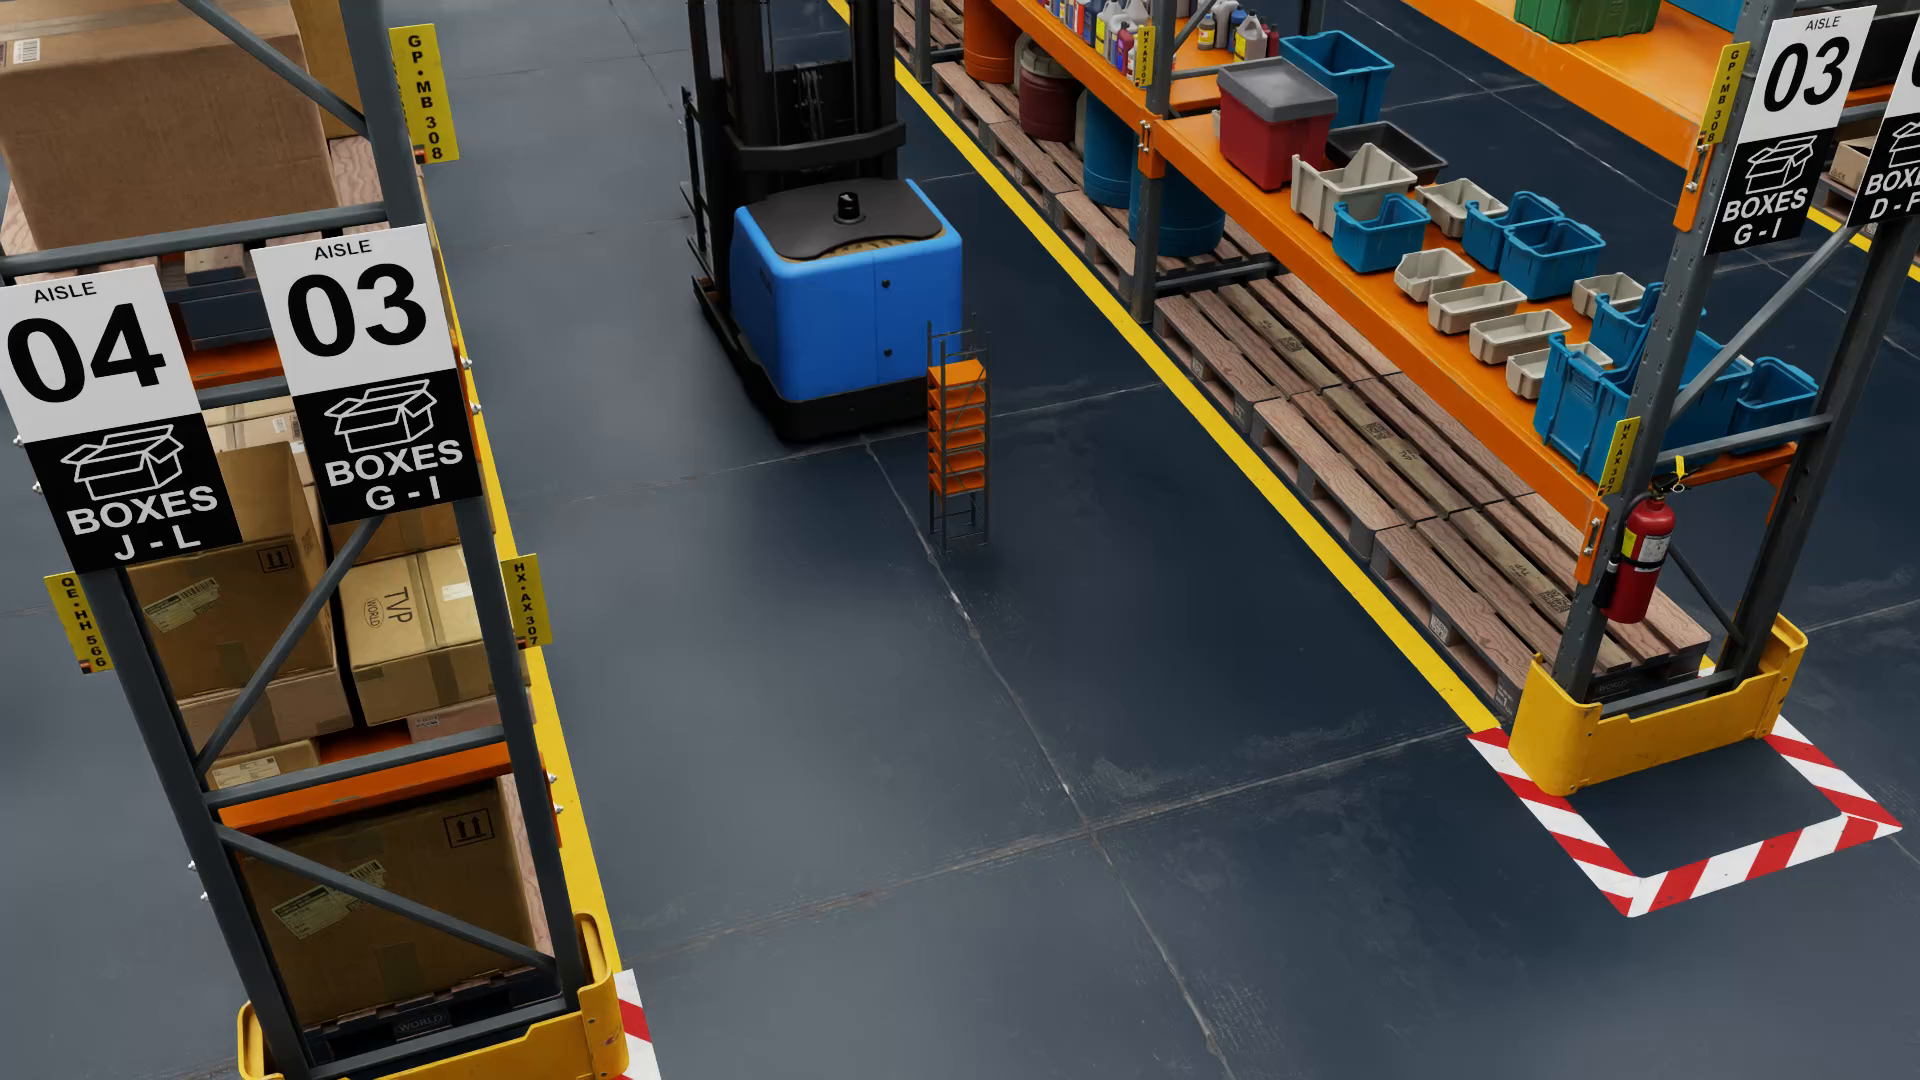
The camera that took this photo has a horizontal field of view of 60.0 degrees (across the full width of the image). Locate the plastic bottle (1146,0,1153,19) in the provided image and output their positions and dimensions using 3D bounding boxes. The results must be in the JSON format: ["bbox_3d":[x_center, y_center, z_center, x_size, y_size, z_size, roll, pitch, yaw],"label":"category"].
[{"bbox_3d":[1.256,-3.400,10.374,0.152,0.276,0.135,-12,39,-16],"label":"plastic bottle"}]

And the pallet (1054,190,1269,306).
[{"bbox_3d":[1.292,-1.949,10.661,1.003,0.211,1.213,-12,39,-16],"label":"pallet"}]

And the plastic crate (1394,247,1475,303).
[{"bbox_3d":[2.120,-1.182,7.496,0.298,0.136,0.250,-12,39,-16],"label":"plastic crate"}]

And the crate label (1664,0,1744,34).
[{"bbox_3d":[2.881,-2.085,6.156,0.408,0.251,0.502,-12,39,-16],"label":"crate label"}]

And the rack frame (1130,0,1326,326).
[{"bbox_3d":[1.519,-2.618,9.232,1.000,3.000,0.127,-12,39,-16],"label":"rack frame"}]

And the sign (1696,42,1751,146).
[{"bbox_3d":[2.384,-1.392,5.198,0.100,0.325,0.005,-12,39,-16],"label":"sign"}]

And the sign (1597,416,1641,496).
[{"bbox_3d":[2.384,-0.300,6.020,0.100,0.325,0.005,-12,39,-16],"label":"sign"}]

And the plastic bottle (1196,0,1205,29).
[{"bbox_3d":[1.510,-3.267,10.259,0.097,0.201,0.097,0,37,0],"label":"plastic bottle"}]

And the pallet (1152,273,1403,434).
[{"bbox_3d":[1.808,-1.097,9.531,1.003,0.211,1.213,-12,39,-16],"label":"pallet"}]

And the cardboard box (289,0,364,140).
[{"bbox_3d":[-2.065,-1.404,4.612,0.700,0.500,0.500,-14,39,-18],"label":"cardboard box"}]

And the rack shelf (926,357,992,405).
[{"bbox_3d":[-0.005,-0.739,7.710,0.258,0.103,0.180,-12,39,-16],"label":"rack shelf"}]

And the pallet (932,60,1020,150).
[{"bbox_3d":[0.453,-3.327,12.491,1.003,0.211,1.213,-12,39,-16],"label":"pallet"}]

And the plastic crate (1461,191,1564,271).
[{"bbox_3d":[2.563,-1.436,7.753,0.416,0.233,0.300,-12,39,-16],"label":"plastic crate"}]

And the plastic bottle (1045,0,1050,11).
[{"bbox_3d":[0.588,-3.452,10.505,0.097,0.201,0.097,0,37,0],"label":"plastic bottle"}]

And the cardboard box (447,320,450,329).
[{"bbox_3d":[-2.023,-0.592,5.797,0.500,0.500,0.500,-13,39,-17],"label":"cardboard box"}]

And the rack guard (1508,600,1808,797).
[{"bbox_3d":[2.915,0.651,6.970,1.175,0.500,0.348,-12,39,-16],"label":"rack guard"}]

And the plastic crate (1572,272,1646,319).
[{"bbox_3d":[2.853,-1.066,7.341,0.250,0.136,0.298,-12,39,-16],"label":"plastic crate"}]

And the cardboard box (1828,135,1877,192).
[{"bbox_3d":[6.112,-2.461,10.893,0.500,0.311,0.500,-12,39,-16],"label":"cardboard box"}]

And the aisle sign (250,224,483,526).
[{"bbox_3d":[-1.449,-0.393,4.117,0.394,0.787,0.004,-12,39,-16],"label":"aisle sign"}]

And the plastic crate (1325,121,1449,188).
[{"bbox_3d":[2.156,-1.955,8.532,0.437,0.125,0.590,-12,39,-16],"label":"plastic crate"}]

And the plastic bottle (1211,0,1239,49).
[{"bbox_3d":[1.591,-3.115,9.996,0.152,0.276,0.135,-12,39,-16],"label":"plastic bottle"}]

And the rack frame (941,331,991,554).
[{"bbox_3d":[0.026,-0.436,7.831,0.240,1.200,0.006,-12,39,-16],"label":"rack frame"}]

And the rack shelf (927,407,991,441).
[{"bbox_3d":[-0.005,-0.548,7.854,0.258,0.103,0.180,-12,39,-16],"label":"rack shelf"}]

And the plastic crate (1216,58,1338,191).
[{"bbox_3d":[1.590,-2.111,8.457,0.402,0.464,0.583,-12,39,-16],"label":"plastic crate"}]

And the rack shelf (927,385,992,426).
[{"bbox_3d":[-0.005,-0.644,7.782,0.258,0.103,0.180,-12,39,-16],"label":"rack shelf"}]

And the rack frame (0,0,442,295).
[{"bbox_3d":[-1.755,-1.729,3.066,1.000,3.000,0.127,-12,39,-16],"label":"rack frame"}]

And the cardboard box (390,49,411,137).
[{"bbox_3d":[-4.290,-2.777,10.860,1.225,0.875,0.875,-14,39,-18],"label":"cardboard box"}]

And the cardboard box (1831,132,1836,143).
[{"bbox_3d":[5.732,-3.038,11.502,0.500,0.500,0.500,-13,39,-16],"label":"cardboard box"}]

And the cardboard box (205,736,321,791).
[{"bbox_3d":[-2.187,0.635,5.123,0.380,0.149,0.250,-12,39,-15],"label":"cardboard box"}]

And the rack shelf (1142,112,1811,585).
[{"bbox_3d":[2.207,-1.201,7.949,1.077,0.370,4.000,-12,39,-16],"label":"rack shelf"}]

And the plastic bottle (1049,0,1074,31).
[{"bbox_3d":[0.694,-3.357,10.317,0.152,0.276,0.367,-12,39,-16],"label":"plastic bottle"}]

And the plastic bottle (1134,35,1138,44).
[{"bbox_3d":[1.025,-2.842,9.695,0.097,0.201,0.097,0,37,0],"label":"plastic bottle"}]

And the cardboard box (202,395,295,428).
[{"bbox_3d":[-2.704,-0.478,6.269,0.500,0.250,0.500,-12,39,-16],"label":"cardboard box"}]

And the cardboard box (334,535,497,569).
[{"bbox_3d":[-1.852,-0.011,5.649,0.500,0.250,0.500,-13,39,-16],"label":"cardboard box"}]

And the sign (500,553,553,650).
[{"bbox_3d":[-1.232,0.178,4.735,0.100,0.325,0.005,-12,39,-16],"label":"sign"}]

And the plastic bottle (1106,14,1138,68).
[{"bbox_3d":[0.954,-2.930,9.750,0.152,0.276,0.135,-12,39,-16],"label":"plastic bottle"}]

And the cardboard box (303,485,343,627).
[{"bbox_3d":[-2.345,0.103,5.498,0.500,0.250,0.500,-13,39,-17],"label":"cardboard box"}]

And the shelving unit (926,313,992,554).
[{"bbox_3d":[-0.005,-0.487,7.900,0.258,1.200,0.189,-12,39,-16],"label":"shelving unit"}]

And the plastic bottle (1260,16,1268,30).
[{"bbox_3d":[1.747,-2.942,9.760,0.061,0.283,0.133,-12,39,-16],"label":"plastic bottle"}]

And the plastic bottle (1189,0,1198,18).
[{"bbox_3d":[1.487,-3.368,10.326,0.061,0.283,0.133,-12,39,-16],"label":"plastic bottle"}]

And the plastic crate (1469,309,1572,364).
[{"bbox_3d":[2.358,-0.867,7.077,0.396,0.136,0.243,-12,39,-16],"label":"plastic crate"}]

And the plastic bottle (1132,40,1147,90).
[{"bbox_3d":[1.079,-2.724,9.476,0.152,0.276,0.135,-12,39,-16],"label":"plastic bottle"}]

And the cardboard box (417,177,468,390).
[{"bbox_3d":[-3.371,-1.269,8.858,1.225,0.875,0.875,-12,39,-16],"label":"cardboard box"}]

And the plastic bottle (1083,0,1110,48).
[{"bbox_3d":[0.831,-3.154,9.985,0.144,0.351,0.185,-12,39,-16],"label":"plastic bottle"}]

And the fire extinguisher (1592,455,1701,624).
[{"bbox_3d":[2.520,0.001,6.130,0.296,0.674,0.183,-12,39,-16],"label":"fire extinguisher"}]

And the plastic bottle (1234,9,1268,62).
[{"bbox_3d":[1.688,-2.887,9.631,0.144,0.351,0.185,-12,39,-16],"label":"plastic bottle"}]

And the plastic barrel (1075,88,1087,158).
[{"bbox_3d":[0.993,-2.840,11.246,0.421,0.512,0.421,0,37,0],"label":"plastic barrel"}]

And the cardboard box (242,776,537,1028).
[{"bbox_3d":[-2.051,1.003,5.842,0.875,0.875,0.875,-12,39,-16],"label":"cardboard box"}]

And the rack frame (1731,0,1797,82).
[{"bbox_3d":[2.895,-2.755,4.428,1.000,3.000,0.127,-12,39,-16],"label":"rack frame"}]

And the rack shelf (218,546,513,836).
[{"bbox_3d":[-2.444,-0.253,6.529,0.919,0.124,3.809,-12,39,-16],"label":"rack shelf"}]

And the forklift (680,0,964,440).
[{"bbox_3d":[-0.984,-2.588,9.249,1.130,2.935,3.031,-13,39,-17],"label":"forklift"}]

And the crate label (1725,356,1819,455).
[{"bbox_3d":[3.119,-0.523,6.540,0.416,0.233,0.303,-12,39,-16],"label":"crate label"}]

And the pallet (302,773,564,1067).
[{"bbox_3d":[-2.104,1.346,6.288,1.003,0.211,1.213,-12,39,-16],"label":"pallet"}]

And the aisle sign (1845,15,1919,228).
[{"bbox_3d":[3.199,-1.417,5.478,0.394,0.787,0.004,-12,39,-16],"label":"aisle sign"}]

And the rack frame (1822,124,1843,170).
[{"bbox_3d":[6.171,-3.641,10.591,1.000,3.000,0.127,-12,39,-16],"label":"rack frame"}]

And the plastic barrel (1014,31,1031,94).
[{"bbox_3d":[0.605,-3.478,12.093,0.421,0.512,0.421,0,37,0],"label":"plastic barrel"}]

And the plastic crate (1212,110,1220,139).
[{"bbox_3d":[1.545,-2.244,8.905,0.396,0.136,0.243,-12,39,-16],"label":"plastic crate"}]
